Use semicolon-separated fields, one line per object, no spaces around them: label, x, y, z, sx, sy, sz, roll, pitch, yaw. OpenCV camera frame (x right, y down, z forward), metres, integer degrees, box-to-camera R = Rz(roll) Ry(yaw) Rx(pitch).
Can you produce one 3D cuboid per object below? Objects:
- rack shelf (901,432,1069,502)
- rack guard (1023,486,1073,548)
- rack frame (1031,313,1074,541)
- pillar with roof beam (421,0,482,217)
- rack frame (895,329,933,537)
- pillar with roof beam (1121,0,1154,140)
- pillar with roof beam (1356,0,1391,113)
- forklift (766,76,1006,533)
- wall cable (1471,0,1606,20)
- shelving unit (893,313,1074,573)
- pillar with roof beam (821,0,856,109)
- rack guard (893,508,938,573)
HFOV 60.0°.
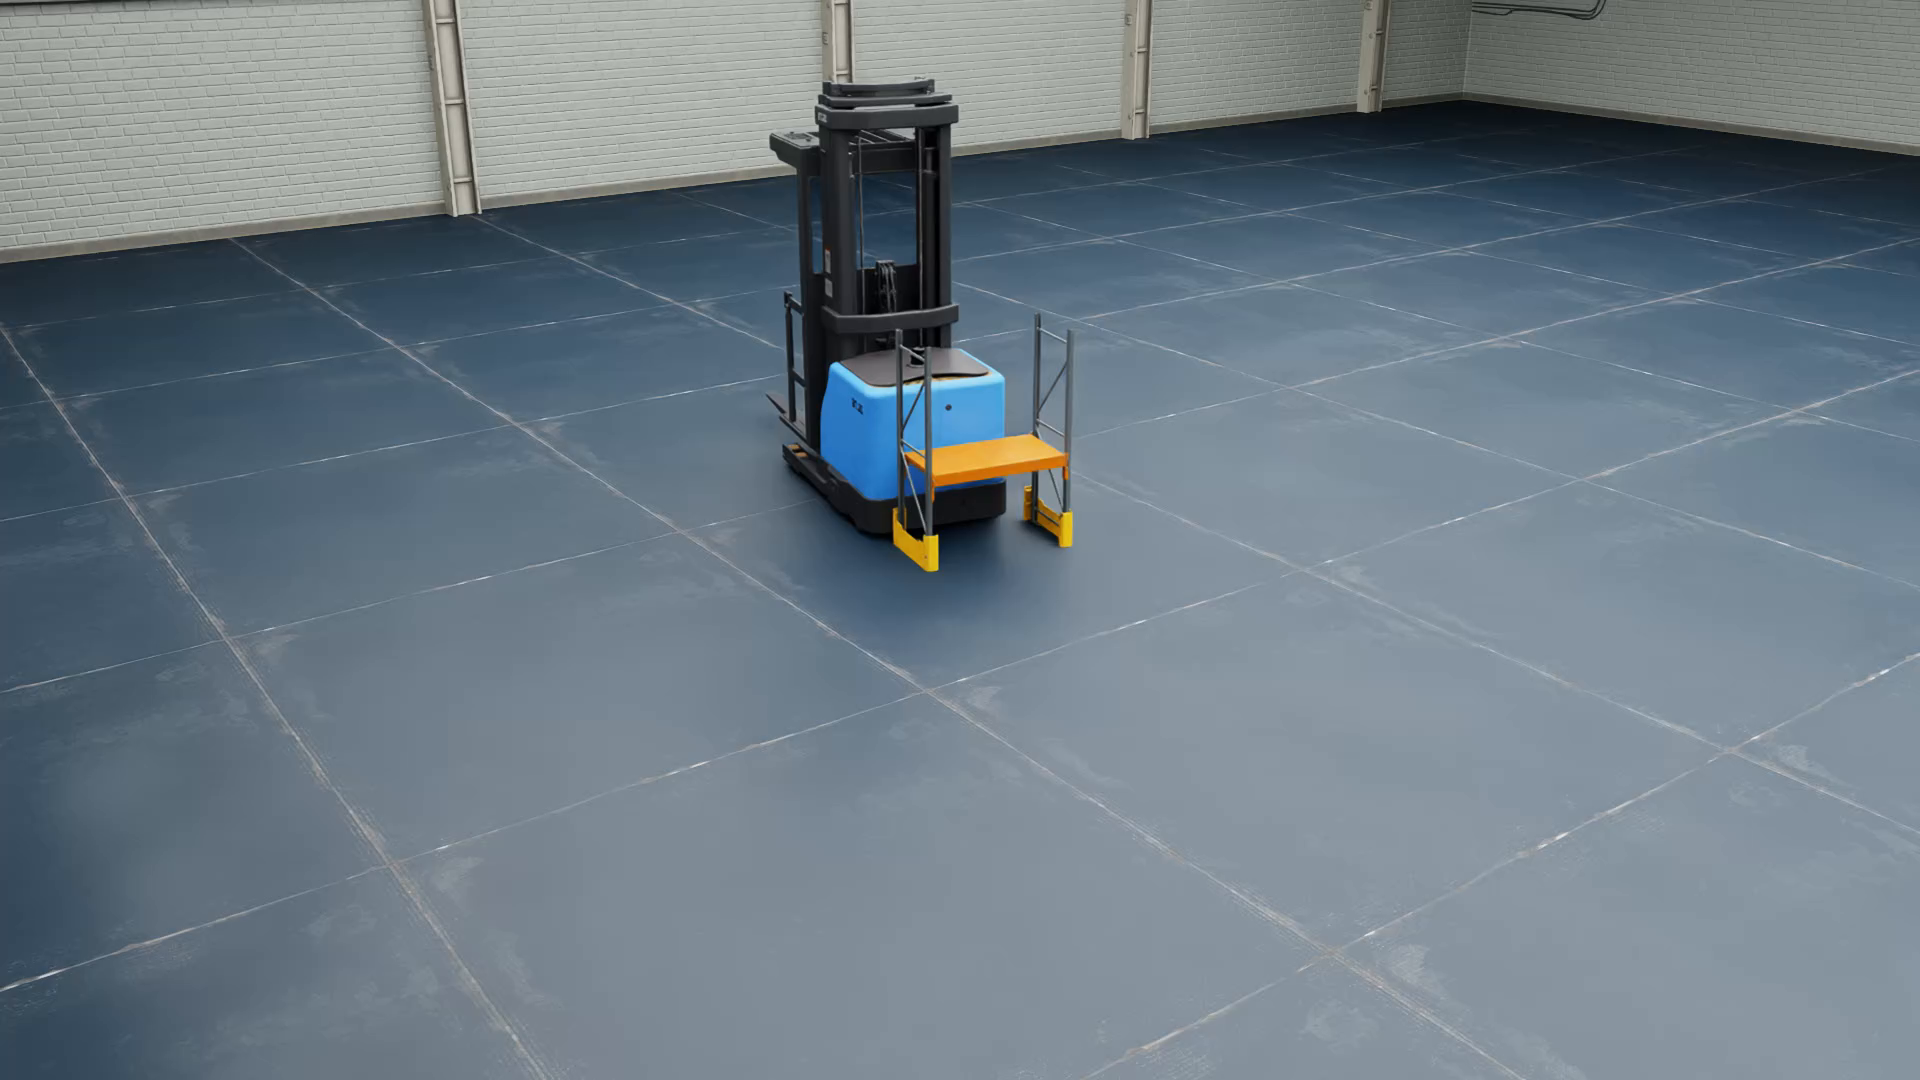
rack shelf;0.161;-0.499;11.108;1.000;0.185;0.538;-10;24;-23
rack guard;0.603;-0.163;11.467;0.087;0.250;0.587;-10;24;-23
rack frame;0.620;-0.746;11.243;0.032;1.500;0.500;-10;24;-23
pillar with roof beam;-4.186;-7.296;17.539;0.400;9.000;9.100;-15;26;-33
rack frame;-0.299;-0.585;10.839;0.032;1.500;0.500;-10;24;-23
pillar with roof beam;5.555;-9.893;24.048;0.400;9.000;9.100;-15;26;-33
pillar with roof beam;10.426;-11.192;27.302;0.400;9.000;9.100;-15;26;-33
forklift;-0.717;-1.918;12.248;1.130;2.935;3.031;-9;23;-21
wall cable;11.075;-11.285;31.724;0.112;2.526;3.097;-15;26;-33
shelving unit;0.153;-0.664;11.037;1.083;1.500;0.587;-10;24;-23
pillar with roof beam;0.685;-8.595;20.793;0.400;9.000;9.100;-15;26;-33
rack guard;-0.297;-0.005;11.071;0.087;0.250;0.587;-10;24;-23
